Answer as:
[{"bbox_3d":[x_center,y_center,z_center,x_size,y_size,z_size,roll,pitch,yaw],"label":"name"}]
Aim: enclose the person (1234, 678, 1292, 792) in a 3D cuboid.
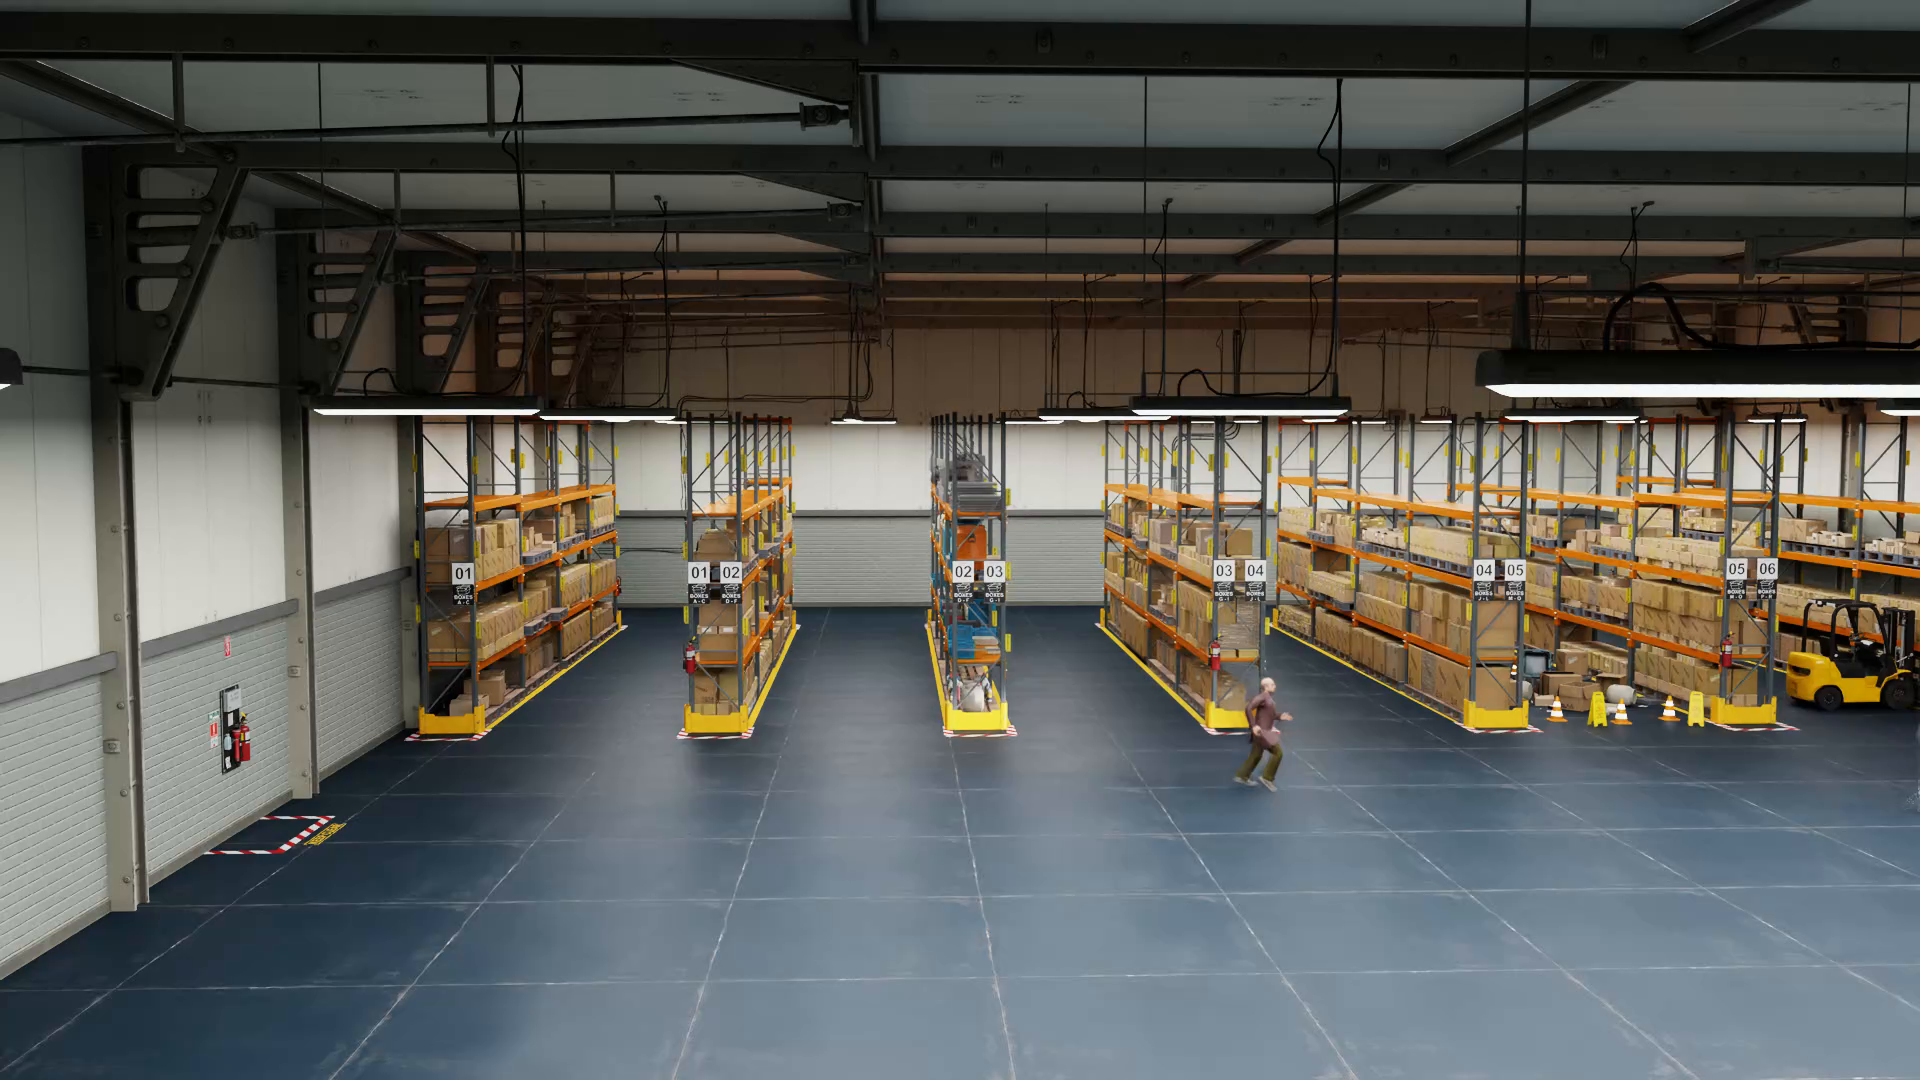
[{"bbox_3d":[4.772,3.034,26.201,0.909,1.740,0.613,1,4,14],"label":"person"}]
